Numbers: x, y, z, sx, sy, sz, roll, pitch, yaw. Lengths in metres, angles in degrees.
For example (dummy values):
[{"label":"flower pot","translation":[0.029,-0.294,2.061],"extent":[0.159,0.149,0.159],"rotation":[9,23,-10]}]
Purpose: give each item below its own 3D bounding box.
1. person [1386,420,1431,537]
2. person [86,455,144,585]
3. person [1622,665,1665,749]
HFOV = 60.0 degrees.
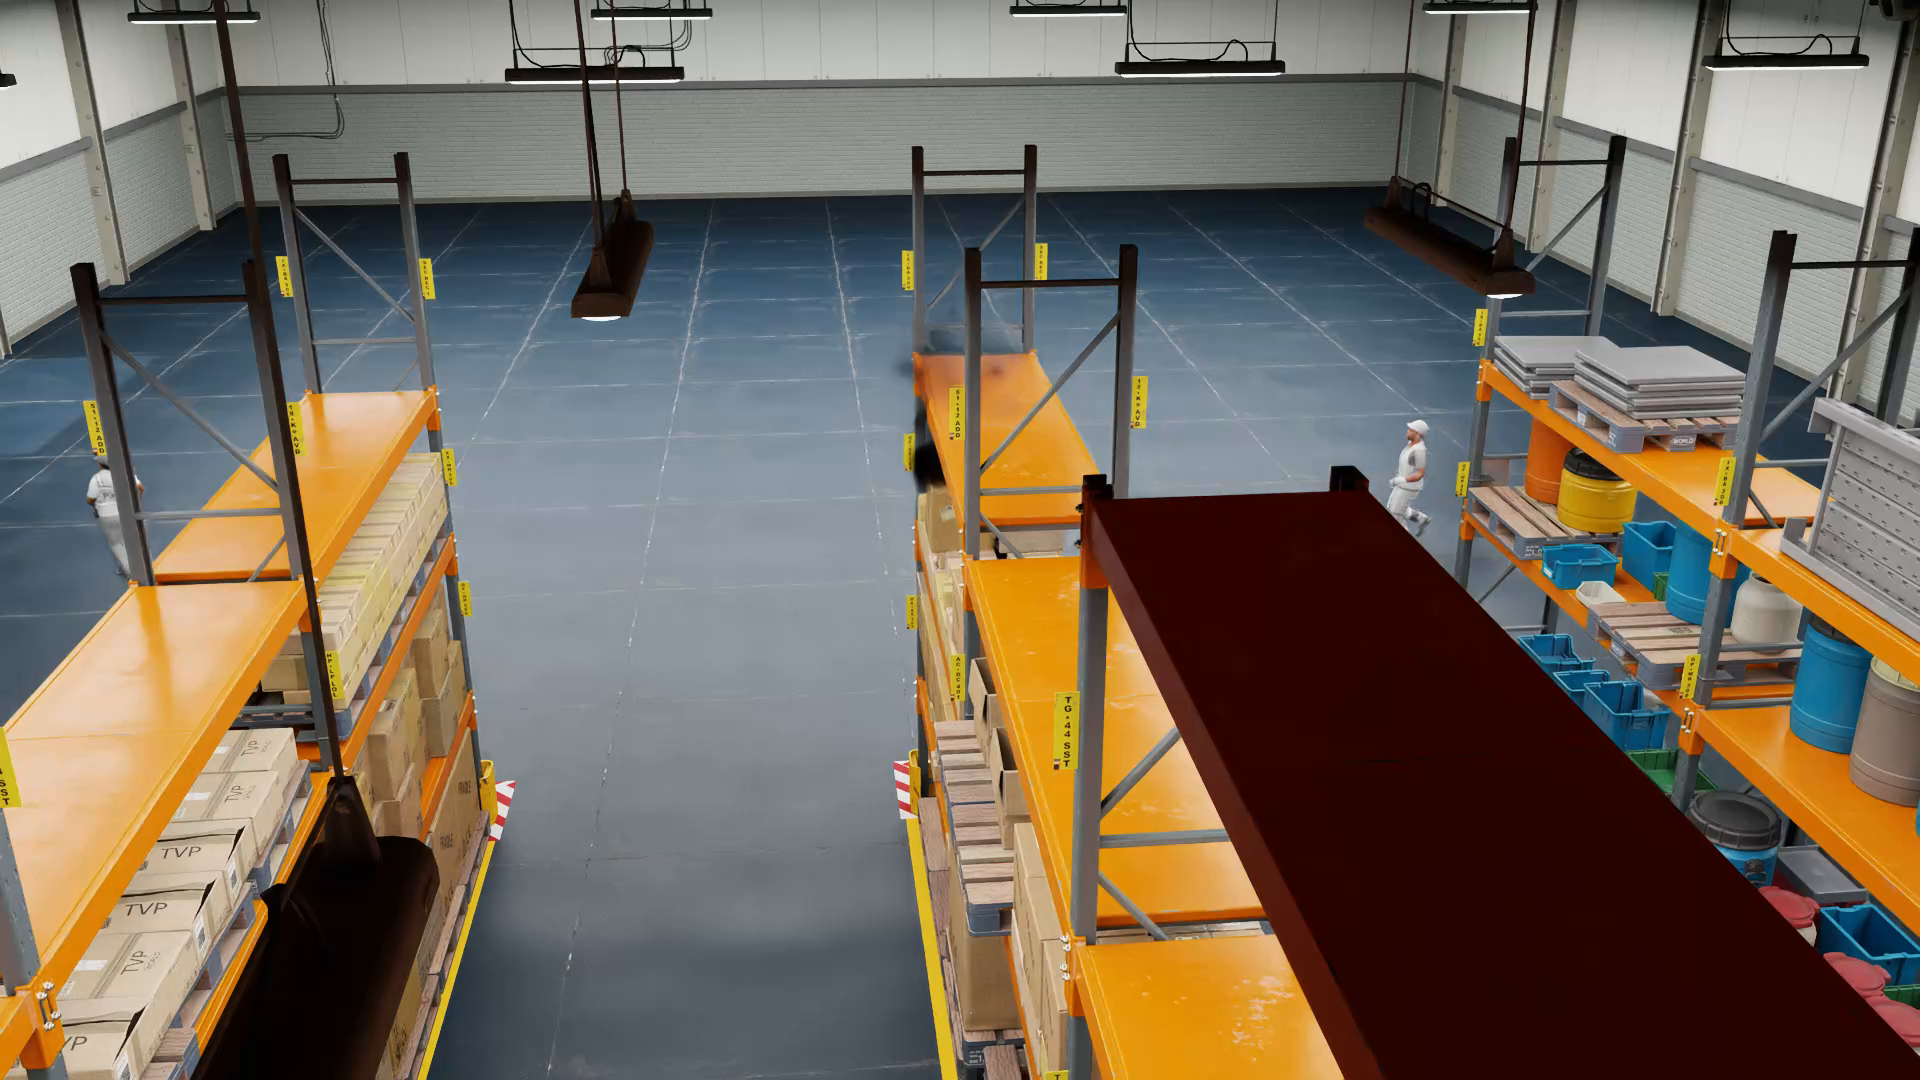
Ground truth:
[{"label":"person","translation":[5.695,-0.679,21.016],"extent":[0.575,1.743,0.656],"rotation":[3,22,7]},{"label":"person","translation":[-10.165,-0.276,20.040],"extent":[0.850,1.675,0.601],"rotation":[17,27,36]},{"label":"person","translation":[6.515,1.450,15.672],"extent":[0.643,1.838,0.733],"rotation":[-8,23,-19]}]
